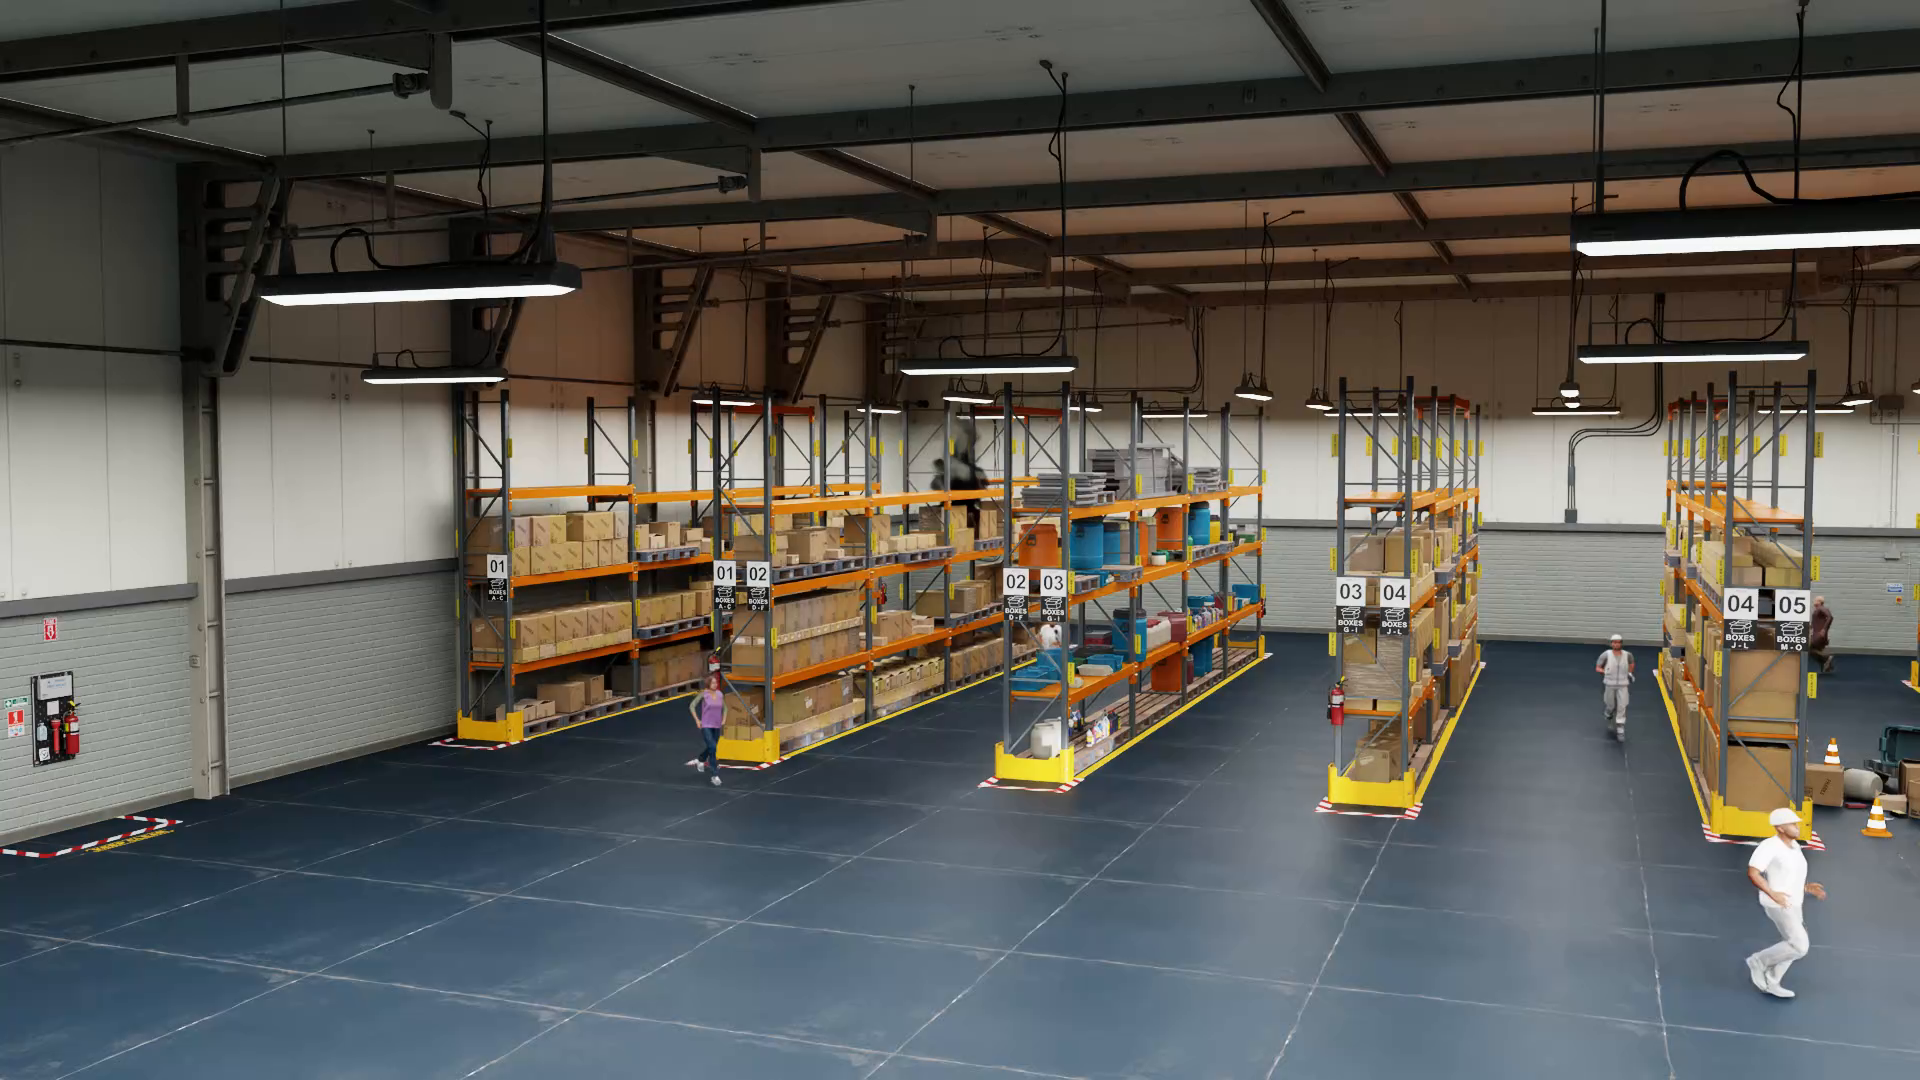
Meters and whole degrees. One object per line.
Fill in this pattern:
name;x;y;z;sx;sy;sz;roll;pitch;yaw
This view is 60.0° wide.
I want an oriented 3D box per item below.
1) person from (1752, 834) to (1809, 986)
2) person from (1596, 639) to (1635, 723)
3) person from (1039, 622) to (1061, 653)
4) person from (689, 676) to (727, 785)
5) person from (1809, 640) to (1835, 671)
person;7.522;3.396;15.139;0.442;1.413;0.483;-3;4;-42
person;11.269;2.404;28.544;0.656;1.473;0.661;1;3;13
person;1.861;2.337;33.675;0.570;1.688;0.783;0;3;8
person;-3.778;2.838;25.071;0.559;1.608;0.823;-3;4;-39
person;19.012;2.426;36.771;0.619;0.962;0.382;1;3;25
